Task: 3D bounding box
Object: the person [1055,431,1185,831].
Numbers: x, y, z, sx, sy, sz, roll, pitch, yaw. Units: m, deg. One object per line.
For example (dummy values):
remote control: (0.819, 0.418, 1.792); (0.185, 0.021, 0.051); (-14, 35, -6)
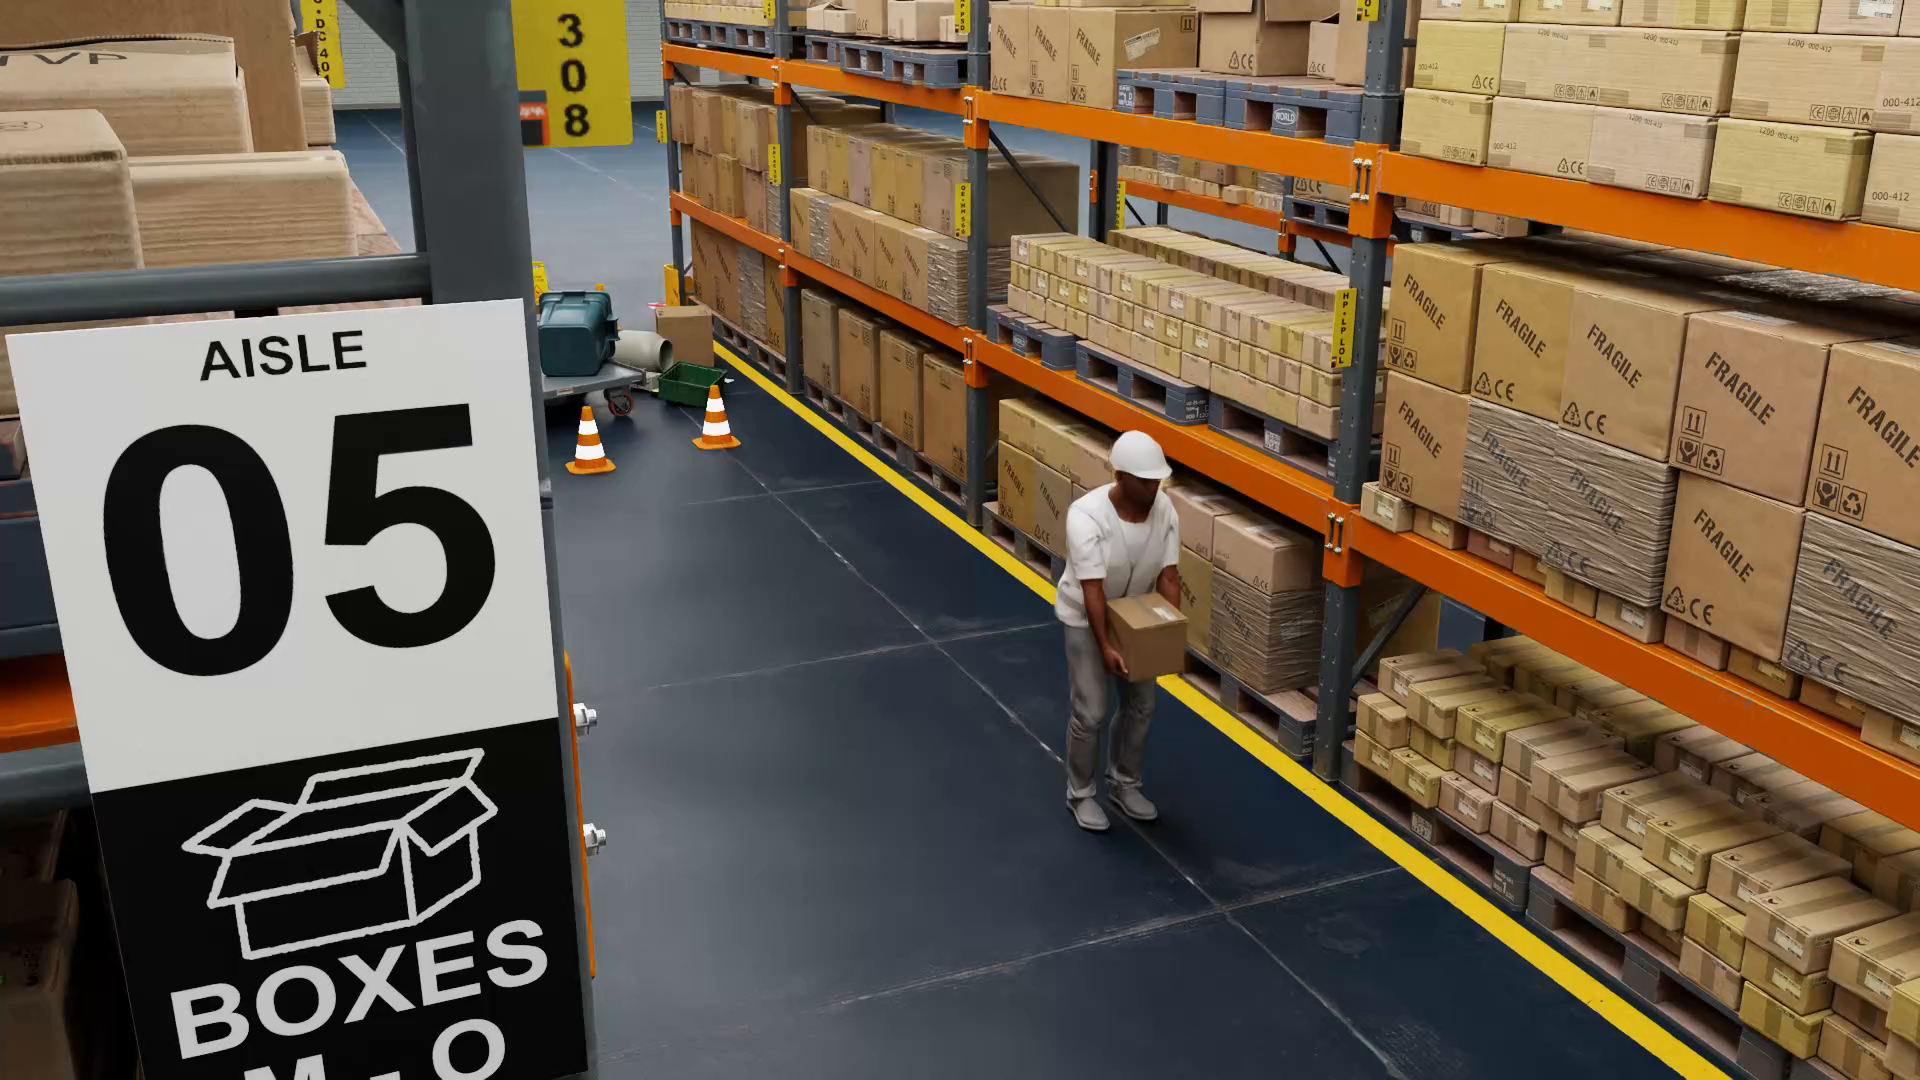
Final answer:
person: (0.683, 0.375, 6.966); (0.501, 1.734, 0.594); (-8, 20, -23)
